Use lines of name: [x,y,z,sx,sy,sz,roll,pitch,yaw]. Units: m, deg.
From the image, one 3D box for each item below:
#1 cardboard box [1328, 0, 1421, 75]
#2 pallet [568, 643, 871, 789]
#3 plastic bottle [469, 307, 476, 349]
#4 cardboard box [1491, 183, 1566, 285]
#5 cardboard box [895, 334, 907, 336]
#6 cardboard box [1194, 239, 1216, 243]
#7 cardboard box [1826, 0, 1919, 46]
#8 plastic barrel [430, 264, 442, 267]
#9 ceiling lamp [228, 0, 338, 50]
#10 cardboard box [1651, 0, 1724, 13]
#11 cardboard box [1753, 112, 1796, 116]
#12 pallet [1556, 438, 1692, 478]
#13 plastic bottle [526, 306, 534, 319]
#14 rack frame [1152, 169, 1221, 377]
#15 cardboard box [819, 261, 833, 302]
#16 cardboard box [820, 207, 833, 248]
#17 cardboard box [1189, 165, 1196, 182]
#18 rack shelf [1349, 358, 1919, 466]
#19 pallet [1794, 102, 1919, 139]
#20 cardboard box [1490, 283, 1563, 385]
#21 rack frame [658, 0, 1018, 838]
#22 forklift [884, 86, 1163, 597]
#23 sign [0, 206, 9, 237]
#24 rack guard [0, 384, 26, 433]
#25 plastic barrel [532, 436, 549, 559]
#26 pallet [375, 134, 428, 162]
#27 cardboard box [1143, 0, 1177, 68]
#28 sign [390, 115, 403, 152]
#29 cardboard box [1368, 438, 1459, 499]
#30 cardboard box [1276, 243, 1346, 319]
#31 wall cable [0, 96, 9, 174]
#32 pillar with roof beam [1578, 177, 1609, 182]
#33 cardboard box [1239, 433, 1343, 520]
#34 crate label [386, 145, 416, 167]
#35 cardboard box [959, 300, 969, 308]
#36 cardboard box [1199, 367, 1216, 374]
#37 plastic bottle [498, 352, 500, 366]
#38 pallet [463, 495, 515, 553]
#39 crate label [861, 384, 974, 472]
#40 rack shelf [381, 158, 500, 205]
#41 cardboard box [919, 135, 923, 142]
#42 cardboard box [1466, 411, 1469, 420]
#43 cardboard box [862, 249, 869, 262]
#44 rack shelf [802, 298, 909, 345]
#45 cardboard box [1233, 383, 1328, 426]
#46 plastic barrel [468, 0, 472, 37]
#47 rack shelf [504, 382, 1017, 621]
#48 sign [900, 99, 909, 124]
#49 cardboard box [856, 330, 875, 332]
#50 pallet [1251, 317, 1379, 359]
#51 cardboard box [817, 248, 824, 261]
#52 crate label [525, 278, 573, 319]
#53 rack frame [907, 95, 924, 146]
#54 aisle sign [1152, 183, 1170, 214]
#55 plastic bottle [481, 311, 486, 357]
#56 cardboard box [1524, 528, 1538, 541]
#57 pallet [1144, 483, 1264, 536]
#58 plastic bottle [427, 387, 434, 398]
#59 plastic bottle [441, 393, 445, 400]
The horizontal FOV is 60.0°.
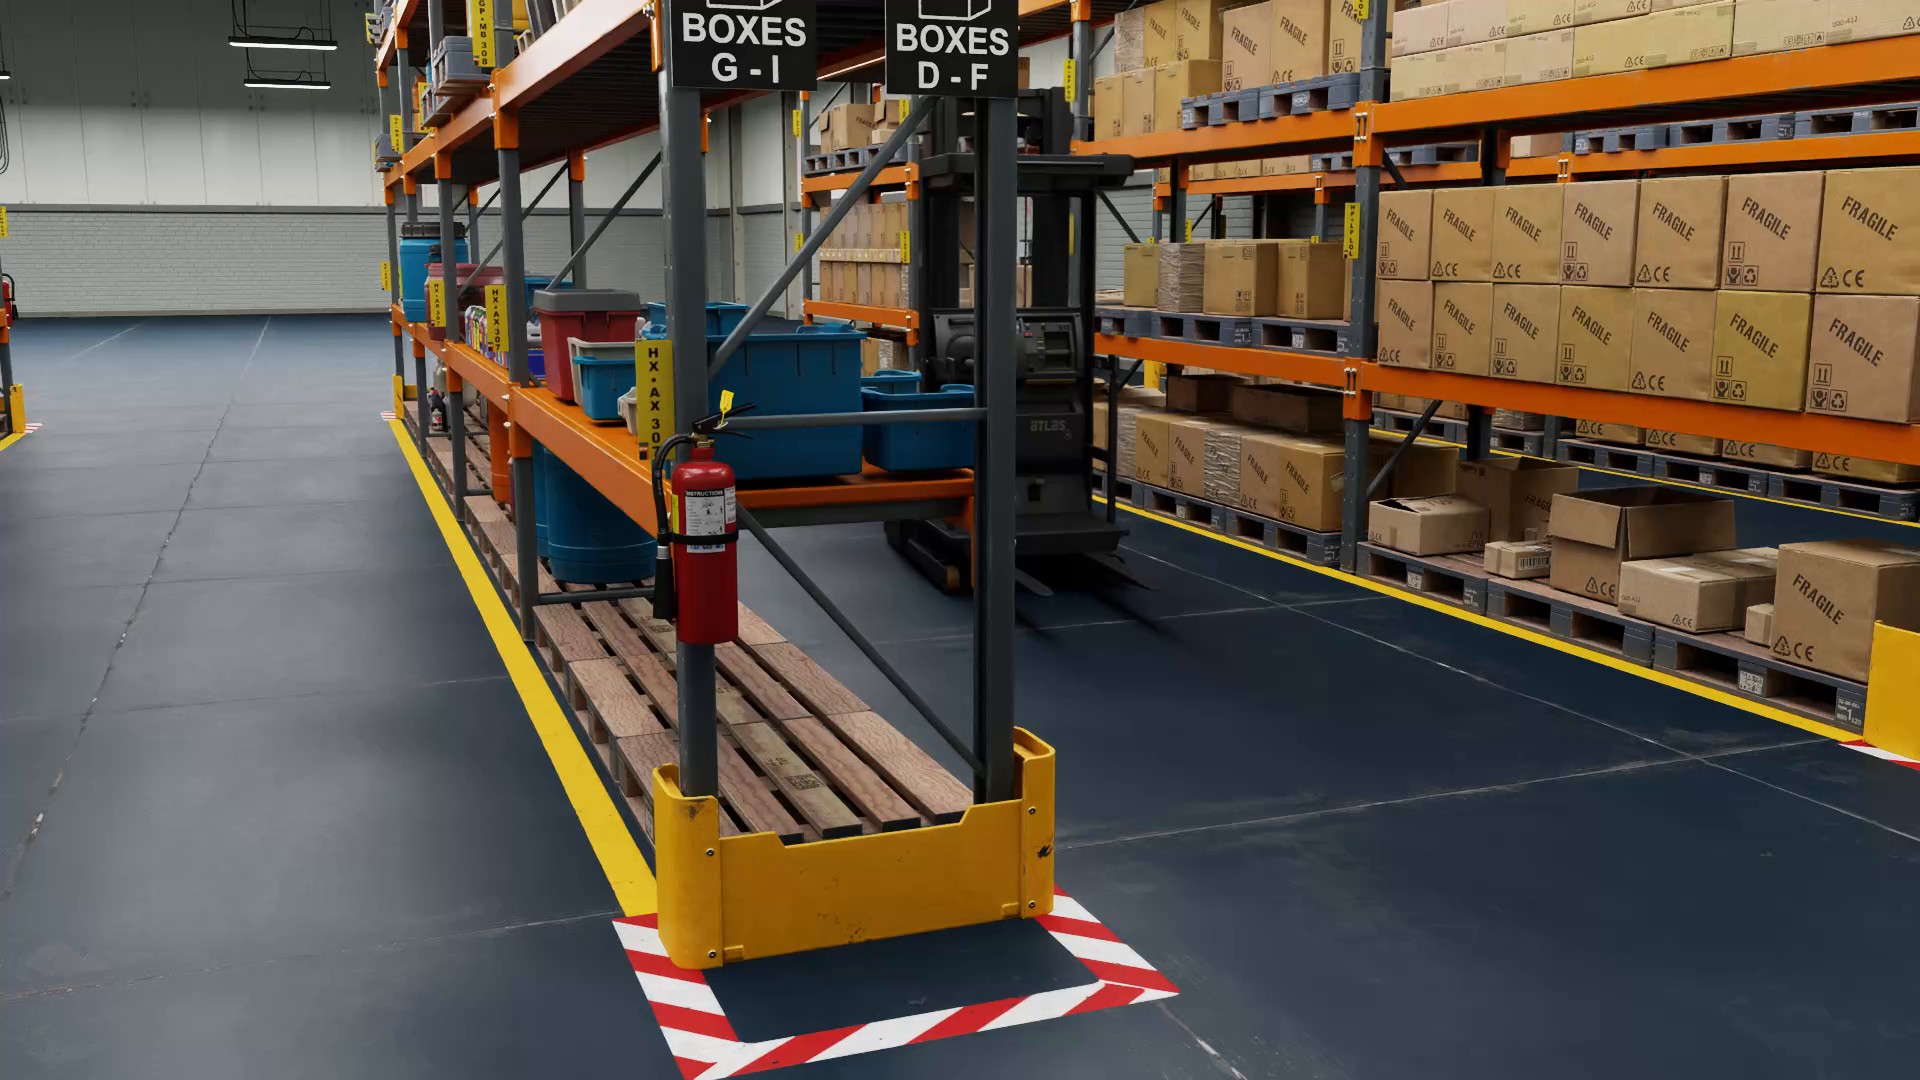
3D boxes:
cardboard box: [2.732,-3.173,10.361,0.600,0.600,0.600,-5,11,-26]
pallet: [-1.024,0.699,6.887,1.003,0.211,1.213,-4,11,-21]
plastic bottle: [-3.290,-1.439,11.276,0.061,0.283,0.133,-4,11,-21]
cardboard box: [3.127,-1.583,8.615,0.500,0.500,0.500,-4,11,-23]
cardboard box: [-0.475,-2.173,19.581,0.500,0.500,0.500,-4,11,-21]
cardboard box: [3.357,-3.620,21.438,0.500,0.500,0.500,-4,11,-23]
cardboard box: [3.863,-2.122,6.646,0.500,0.250,0.500,-4,11,-21]
plastic barrel: [-4.263,-2.074,14.125,0.433,0.535,0.433,0,10,0]
ceiling lamp: [-13.461,-11.345,32.836,2.000,3.185,0.800,-4,11,-21]
cardboard box: [3.512,-2.532,7.525,0.500,0.250,0.500,-4,11,-21]
cardboard box: [6.861,-3.685,13.467,0.700,0.500,0.500,-4,11,-21]
pallet: [6.227,-0.766,15.124,1.003,0.211,1.213,-4,11,-21]
plastic bottle: [-2.717,-1.307,10.345,0.144,0.351,0.185,-4,11,-21]
rack frame: [3.113,-3.578,22.971,1.000,3.000,0.127,-4,11,-21]
cardboard box: [-1.346,-3.235,20.759,0.700,0.500,0.500,-4,11,-21]
cardboard box: [-1.326,-3.866,20.597,0.700,0.500,0.500,-4,11,-21]
cardboard box: [3.162,-4.954,21.797,0.500,0.500,0.500,-3,11,-17]
rack shelf: [3.571,-0.624,8.417,1.077,0.370,4.000,-4,11,-21]
pallet: [7.083,-3.149,12.538,0.805,0.209,1.217,-4,11,-23]
cardboard box: [3.144,-1.088,8.687,0.500,0.500,0.500,-4,11,-21]
rack frame: [-0.323,-0.338,4.755,1.000,3.000,0.127,-4,11,-21]
forklift: [0.354,-1.210,9.853,1.130,2.935,3.031,-3,10,-15]
sign: [-10.213,-3.393,17.720,0.100,0.325,0.005,-4,11,-21]
rack guard: [-10.710,-1.392,17.819,1.175,0.500,0.348,-4,11,-21]
plastic barrel: [-2.210,-0.370,9.727,0.600,0.901,0.708,-4,11,-21]
pallet: [-5.024,-3.792,16.147,1.213,0.211,1.003,-4,11,-21]
cardboard box: [1.733,-3.821,12.630,0.500,0.500,0.500,-4,11,-21]
sign: [-5.188,-3.745,15.317,0.100,0.325,0.005,-4,11,-21]
cardboard box: [2.898,-0.385,10.900,0.500,0.500,0.500,-4,11,-23]
cardboard box: [2.574,-1.760,11.266,0.700,0.500,0.500,-2,10,-12]
wall cable: [-27.039,-12.209,44.652,2.305,6.003,0.169,-4,11,-21]
pillar with roof beam: [2.335,-5.220,15.071,9.100,9.000,0.400,-4,11,-21]
cardboard box: [2.229,-0.434,11.177,0.500,0.500,0.500,-4,11,-21]
crate label: [-5.750,-4.027,17.352,0.502,0.251,0.408,-4,11,-21]
cardboard box: [0.077,-2.329,16.666,0.380,0.149,0.250,-4,11,-21]
cardboard box: [3.486,-2.259,21.978,0.500,0.311,0.500,-3,11,-16]
plastic bottle: [-2.648,-1.118,9.707,0.097,0.201,0.097,0,10,0]
pallet: [-2.897,-0.145,11.631,1.003,0.211,1.213,-4,11,-21]
crate label: [-0.105,-0.346,5.108,0.416,0.233,0.303,-4,11,-21]
rack shelf: [-5.396,-3.746,17.402,1.077,0.370,4.000,-4,11,-21]
cardboard box: [-0.186,-4.506,18.278,0.500,0.311,0.500,-5,11,-24]
cardboard box: [5.624,-1.464,16.967,0.700,0.500,0.500,-4,11,-21]
cardboard box: [-0.909,-3.260,19.046,0.380,0.149,0.250,-4,11,-19]
rack shelf: [-0.778,-2.583,19.428,1.077,0.370,4.000,-4,11,-21]
cardboard box: [2.353,-0.999,12.212,0.500,0.250,0.500,-4,11,-22]
plastic barrel: [-2.533,-3.190,9.593,0.600,0.901,0.708,-4,11,-21]
rack shelf: [-1.048,-0.310,6.653,1.077,0.370,4.000,-4,11,-21]
sign: [-0.570,-4.345,17.016,0.100,0.325,0.005,-4,11,-21]
cardboard box: [-1.333,-2.302,20.309,0.500,0.500,0.500,-4,11,-21]
pallet: [2.658,-1.347,10.978,1.003,0.211,1.213,-4,11,-21]
cardboard box: [-1.561,-3.554,20.698,0.380,0.149,0.250,-4,11,-21]
crate label: [-3.330,-1.840,13.101,0.502,0.435,0.616,-4,11,-21]
rack frame: [-0.053,-5.564,17.005,1.000,3.000,0.127,-4,11,-21]
aisle sign: [2.807,-4.851,22.703,0.394,0.787,0.004,-4,11,-21]
plastic bottle: [-2.990,-1.304,10.517,0.061,0.283,0.133,-4,11,-21]
cardboard box: [3.508,0.015,9.656,0.380,0.149,0.250,-4,11,-21]
pallet: [2.070,-0.261,12.287,1.003,0.211,1.213,-4,11,-21]
plastic bottle: [-5.360,-1.380,16.920,0.144,0.351,0.185,-4,11,-21]
plastic bottle: [-5.274,-1.357,16.986,0.061,0.283,0.133,-4,11,-21]
